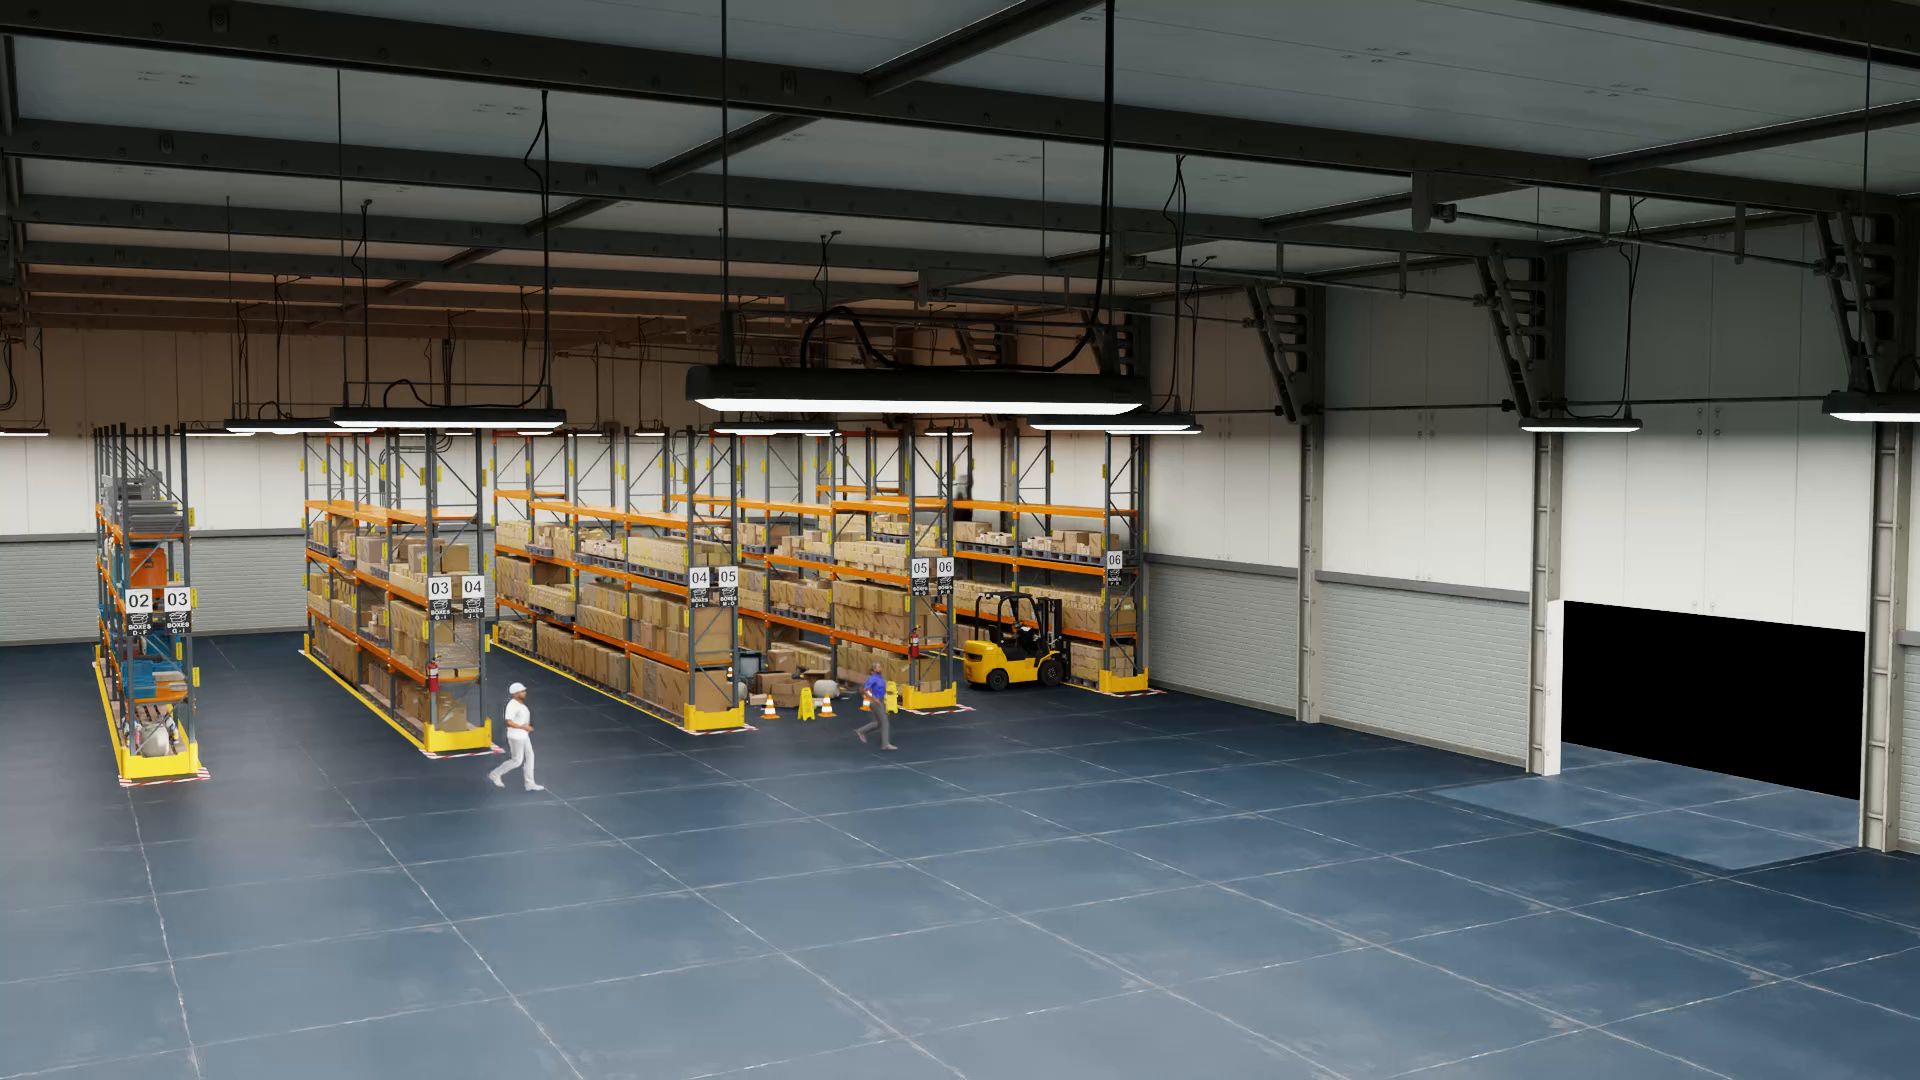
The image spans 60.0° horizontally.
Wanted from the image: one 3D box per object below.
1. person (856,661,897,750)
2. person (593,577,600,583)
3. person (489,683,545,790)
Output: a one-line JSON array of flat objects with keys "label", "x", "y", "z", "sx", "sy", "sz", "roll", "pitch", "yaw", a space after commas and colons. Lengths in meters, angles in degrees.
[{"label": "person", "x": -1.548, "y": 3.047, "z": 30.687, "sx": 0.819, "sy": 1.623, "sz": 0.588, "roll": 1, "pitch": 4, "yaw": 16}, {"label": "person", "x": -10.722, "y": 1.914, "z": 49.626, "sx": 0.736, "sy": 1.628, "sz": 0.565, "roll": -2, "pitch": 4, "yaw": -26}, {"label": "person", "x": -7.191, "y": 3.191, "z": 26.961, "sx": 0.879, "sy": 1.750, "sz": 0.714, "roll": 0, "pitch": 3, "yaw": -1}]
